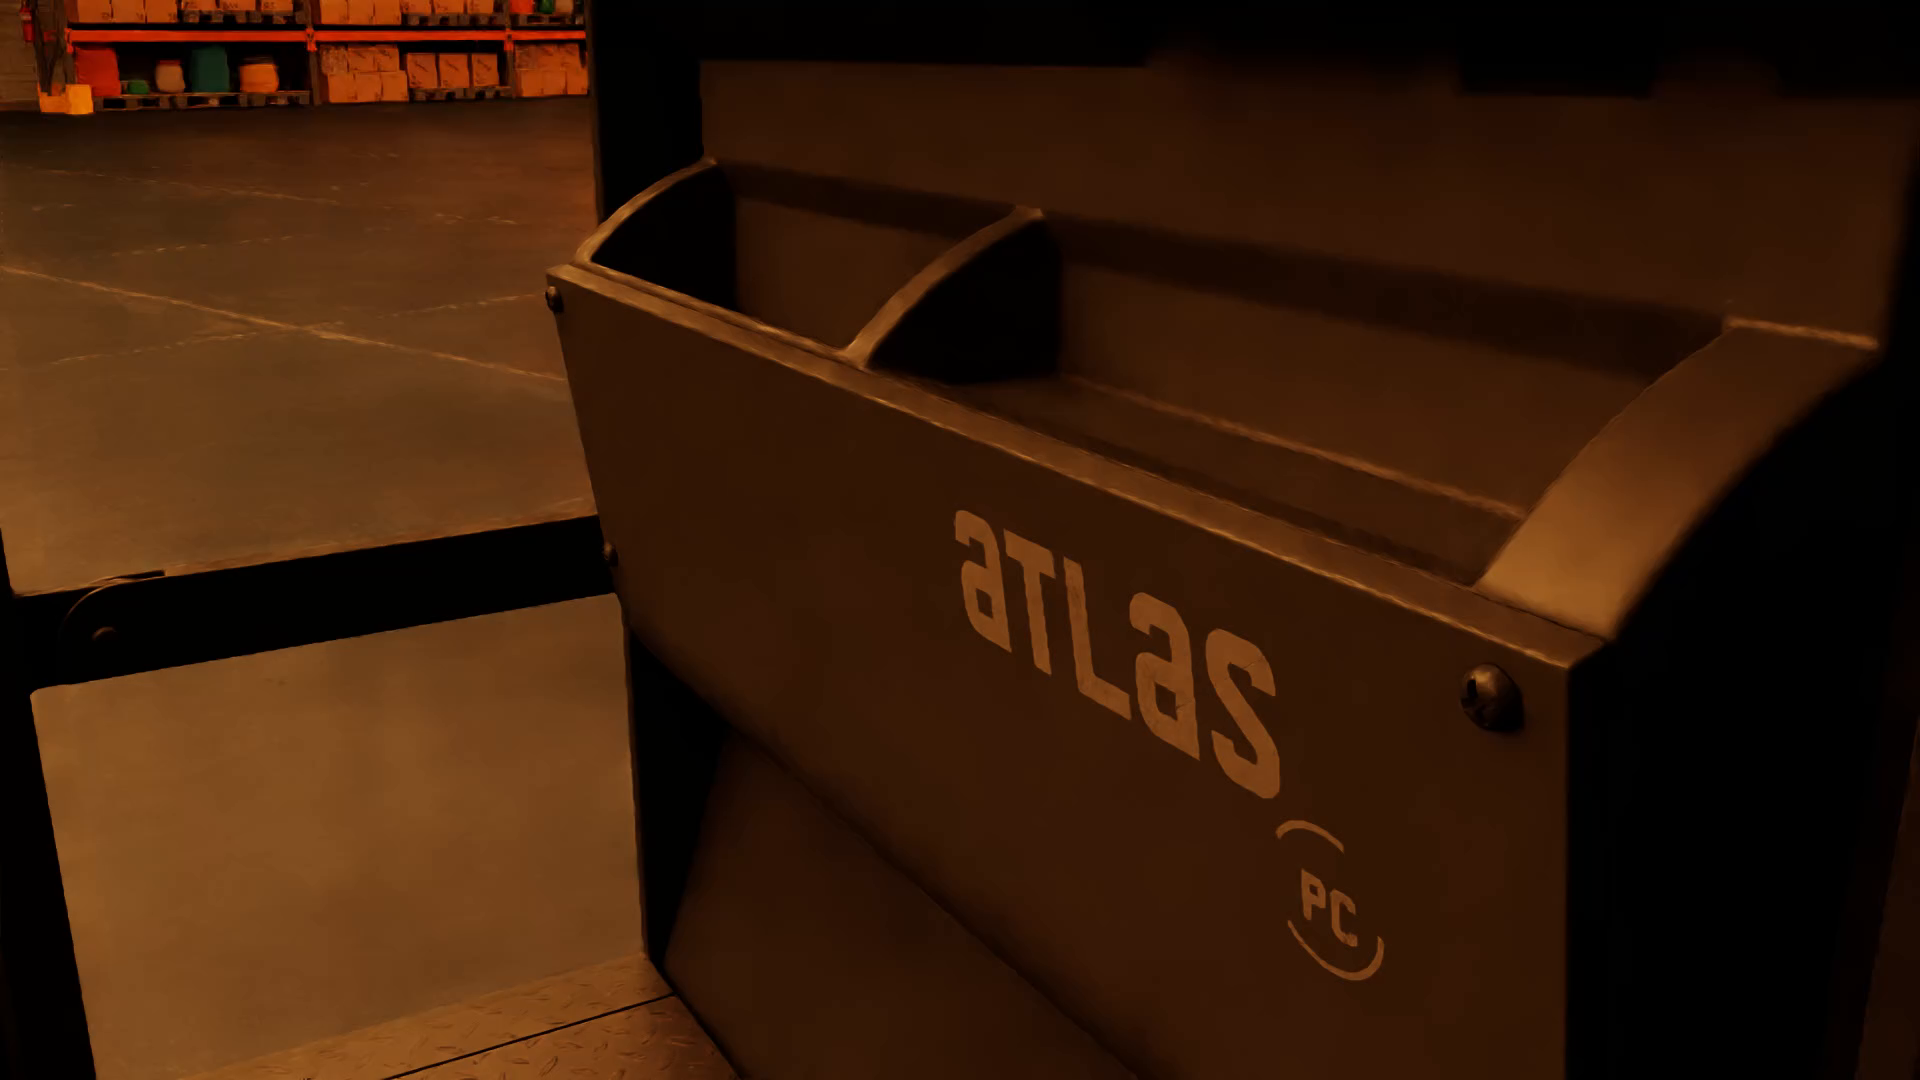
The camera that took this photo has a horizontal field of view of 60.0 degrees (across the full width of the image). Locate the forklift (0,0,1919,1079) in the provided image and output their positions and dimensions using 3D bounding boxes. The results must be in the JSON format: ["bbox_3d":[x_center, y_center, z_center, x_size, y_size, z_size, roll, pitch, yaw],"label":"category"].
[{"bbox_3d":[-0.184,-0.526,0.629,3.031,2.935,1.130,-10,19,-29],"label":"forklift"}]
